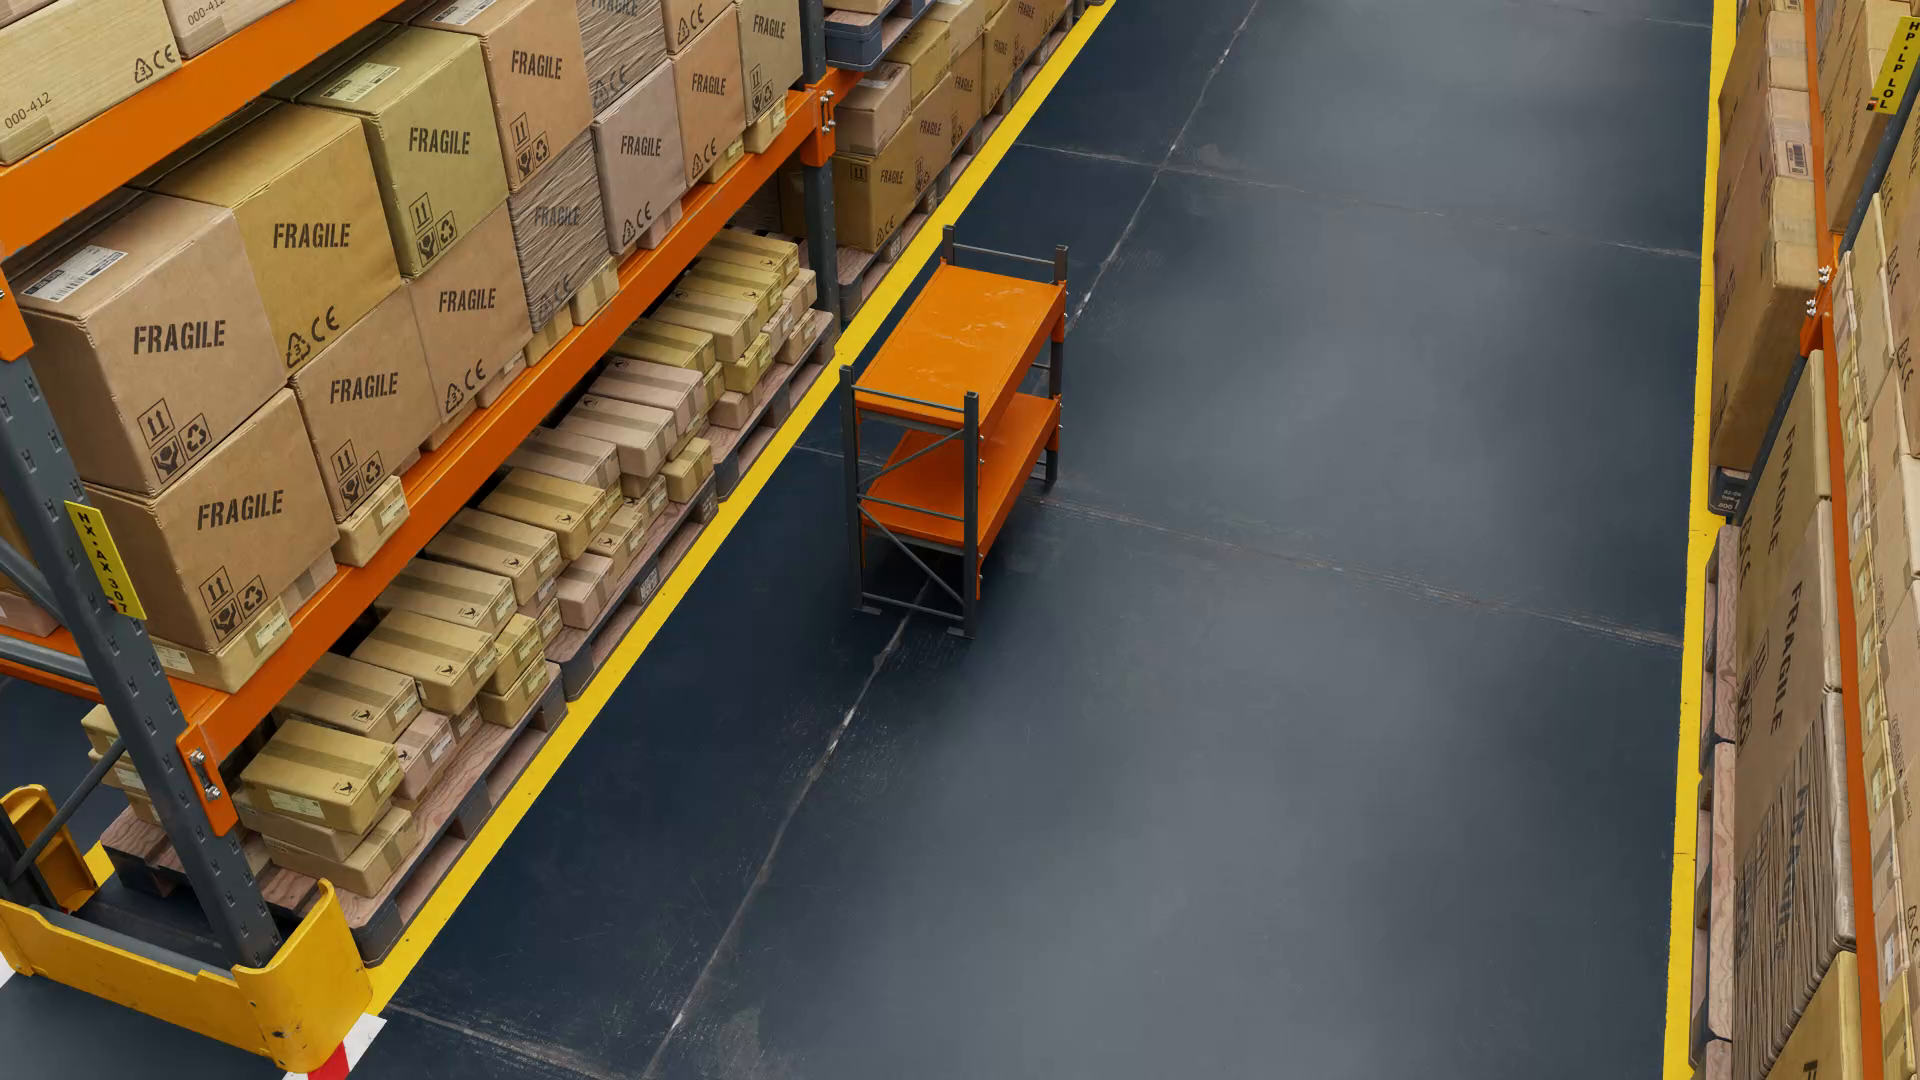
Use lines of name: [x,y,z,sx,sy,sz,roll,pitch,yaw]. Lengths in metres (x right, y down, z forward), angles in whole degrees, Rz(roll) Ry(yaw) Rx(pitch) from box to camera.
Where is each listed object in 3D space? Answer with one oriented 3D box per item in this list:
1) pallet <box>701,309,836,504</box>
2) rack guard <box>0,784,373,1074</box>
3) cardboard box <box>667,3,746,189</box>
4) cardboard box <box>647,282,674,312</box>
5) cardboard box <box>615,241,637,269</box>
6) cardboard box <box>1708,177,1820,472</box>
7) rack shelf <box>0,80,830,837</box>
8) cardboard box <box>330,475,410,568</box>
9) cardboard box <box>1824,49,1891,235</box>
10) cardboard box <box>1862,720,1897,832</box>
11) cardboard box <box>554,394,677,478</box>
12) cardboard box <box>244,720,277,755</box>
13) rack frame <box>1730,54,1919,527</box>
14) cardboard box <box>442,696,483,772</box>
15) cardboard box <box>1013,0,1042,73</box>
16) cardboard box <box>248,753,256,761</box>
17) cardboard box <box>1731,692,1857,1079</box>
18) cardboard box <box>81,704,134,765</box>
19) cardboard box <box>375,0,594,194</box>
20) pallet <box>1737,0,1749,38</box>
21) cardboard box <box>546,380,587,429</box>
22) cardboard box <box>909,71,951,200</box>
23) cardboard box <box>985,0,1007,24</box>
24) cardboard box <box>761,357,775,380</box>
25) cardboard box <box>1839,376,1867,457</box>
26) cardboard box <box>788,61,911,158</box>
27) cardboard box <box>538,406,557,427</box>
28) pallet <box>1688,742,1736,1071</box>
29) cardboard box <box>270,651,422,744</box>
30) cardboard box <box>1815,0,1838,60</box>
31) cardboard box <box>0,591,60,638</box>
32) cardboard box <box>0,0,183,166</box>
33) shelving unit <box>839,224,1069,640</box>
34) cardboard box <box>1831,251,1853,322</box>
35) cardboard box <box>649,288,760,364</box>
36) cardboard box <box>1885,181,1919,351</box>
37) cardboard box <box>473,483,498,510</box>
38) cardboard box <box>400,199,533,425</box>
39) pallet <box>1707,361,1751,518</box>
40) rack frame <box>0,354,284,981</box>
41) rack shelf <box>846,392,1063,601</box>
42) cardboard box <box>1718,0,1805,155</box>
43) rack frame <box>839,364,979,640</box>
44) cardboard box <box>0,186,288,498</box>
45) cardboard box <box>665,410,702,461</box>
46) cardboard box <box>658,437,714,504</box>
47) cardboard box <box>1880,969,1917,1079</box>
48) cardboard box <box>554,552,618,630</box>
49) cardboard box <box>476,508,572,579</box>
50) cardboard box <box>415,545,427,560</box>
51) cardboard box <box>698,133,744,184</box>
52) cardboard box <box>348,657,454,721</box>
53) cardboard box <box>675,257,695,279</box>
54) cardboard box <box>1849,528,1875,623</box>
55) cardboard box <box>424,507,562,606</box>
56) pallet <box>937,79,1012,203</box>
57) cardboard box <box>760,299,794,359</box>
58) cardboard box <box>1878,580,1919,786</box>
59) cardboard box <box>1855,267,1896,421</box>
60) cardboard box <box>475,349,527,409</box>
pallet: [-1.248,-0.704,7.412,1.003,0.211,1.213,13,42,15]
rack guard: [-2.394,1.162,5.003,1.175,0.500,0.348,13,42,15]
cardboard box: [-1.130,-1.659,6.077,0.500,0.500,0.500,12,42,14]
cardboard box: [-1.479,-1.046,7.309,0.380,0.149,0.250,14,42,15]
cardboard box: [-1.376,-1.062,5.877,0.380,0.149,0.250,13,42,14]
cardboard box: [3.775,-0.766,6.650,1.225,0.875,0.875,13,42,15]
rack shelf: [-1.736,-0.689,5.800,1.077,0.370,4.000,13,42,15]
cardboard box: [-1.810,-0.088,4.736,0.380,0.149,0.250,12,42,14]
cardboard box: [3.478,-1.403,6.007,0.500,0.500,0.500,13,42,15]
cardboard box: [2.367,0.602,3.927,0.380,0.149,0.250,12,42,14]
cardboard box: [-1.306,-0.397,6.319,0.380,0.149,0.250,12,42,14]
cardboard box: [-2.367,0.537,5.454,0.380,0.149,0.250,12,42,14]
rack frame: [3.575,-1.020,5.634,1.000,3.000,0.127,13,42,15]
cardboard box: [-1.849,0.603,5.605,0.380,0.149,0.250,14,42,16]
cardboard box: [0.156,-3.055,9.622,0.500,0.500,0.500,15,43,17]
cardboard box: [-2.443,0.636,5.567,0.380,0.149,0.250,15,43,16]
cardboard box: [2.662,1.106,4.457,0.875,0.875,0.875,13,42,15]
cardboard box: [-2.477,0.577,5.177,0.380,0.149,0.250,14,42,16]
cardboard box: [-1.480,-1.422,5.029,0.500,0.500,0.500,12,42,14]
pallet: [5.211,-2.875,9.957,1.003,0.211,1.213,13,42,15]
cardboard box: [-1.739,-0.563,6.743,0.380,0.149,0.250,15,43,17]
cardboard box: [-0.371,-2.106,8.509,0.500,0.500,0.500,15,43,17]
cardboard box: [-0.023,-3.024,9.007,0.500,0.250,0.500,14,42,16]
cardboard box: [-1.033,-0.803,7.253,0.380,0.149,0.250,14,43,16]
cardboard box: [2.893,-0.336,5.026,0.380,0.149,0.250,12,42,14]
cardboard box: [-0.551,-2.068,7.888,0.500,0.250,0.500,12,42,13]
cardboard box: [-1.801,-0.514,6.456,0.380,0.149,0.250,12,42,13]
pallet: [2.826,1.234,5.141,1.003,0.211,1.213,13,42,15]
cardboard box: [-1.940,0.517,5.247,0.380,0.149,0.250,14,42,16]
cardboard box: [4.002,-2.328,7.091,0.500,0.500,0.500,13,42,15]
cardboard box: [-2.574,0.092,4.525,0.380,0.149,0.250,13,42,15]
cardboard box: [-2.026,-1.044,3.466,0.500,0.250,0.500,15,43,17]
shelving unit: [-0.002,-0.424,6.380,0.538,1.125,1.048,13,42,15]
cardboard box: [3.161,-0.817,5.591,0.380,0.149,0.250,13,42,15]
cardboard box: [-1.057,-0.891,6.898,0.380,0.149,0.250,13,42,15]
cardboard box: [2.995,-0.827,4.717,0.500,0.500,0.500,13,42,15]
cardboard box: [-1.902,-0.129,6.463,0.380,0.149,0.250,14,43,16]
cardboard box: [-1.668,-0.734,4.993,0.500,0.500,0.500,14,42,16]
pallet: [3.768,-0.446,7.110,1.003,0.211,1.213,13,42,15]
rack frame: [-2.420,0.258,4.137,1.000,3.000,0.127,13,42,15]
rack shelf: [-0.002,-0.238,6.539,0.538,0.278,1.000,13,42,15]
cardboard box: [4.687,-2.394,8.559,1.225,0.875,0.875,11,42,13]
rack frame: [-0.176,-0.114,6.017,0.500,1.125,0.032,13,42,15]
cardboard box: [-2.017,-0.489,3.935,0.500,0.500,0.500,13,42,15]
cardboard box: [-1.263,-0.482,6.647,0.380,0.149,0.250,14,43,16]
cardboard box: [-1.220,-0.311,6.677,0.380,0.149,0.250,13,42,15]
cardboard box: [2.106,1.067,3.382,0.380,0.149,0.250,14,42,16]
cardboard box: [-1.494,0.162,6.122,0.380,0.149,0.250,11,42,13]
cardboard box: [-1.607,-0.007,6.090,0.380,0.149,0.250,15,43,17]
cardboard box: [-2.166,0.048,6.026,0.380,0.149,0.250,14,42,16]
cardboard box: [-1.063,-1.529,6.425,0.380,0.149,0.250,15,43,17]
cardboard box: [-1.852,0.483,5.516,0.380,0.149,0.250,14,42,16]
cardboard box: [-1.364,-1.319,7.400,0.380,0.149,0.250,15,43,17]
cardboard box: [2.629,0.134,4.476,0.380,0.149,0.250,12,42,14]
cardboard box: [-1.623,0.055,5.789,0.380,0.149,0.250,15,43,17]
pallet: [-0.371,-2.343,9.334,1.003,0.211,1.213,13,42,15]
cardboard box: [-0.942,-0.940,7.184,0.380,0.149,0.250,11,42,13]
cardboard box: [2.471,0.390,3.868,0.500,0.250,0.500,12,42,14]
cardboard box: [2.993,-0.545,4.964,0.500,0.250,0.500,13,42,15]
cardboard box: [-1.624,-0.581,5.313,0.380,0.149,0.250,13,42,14]
